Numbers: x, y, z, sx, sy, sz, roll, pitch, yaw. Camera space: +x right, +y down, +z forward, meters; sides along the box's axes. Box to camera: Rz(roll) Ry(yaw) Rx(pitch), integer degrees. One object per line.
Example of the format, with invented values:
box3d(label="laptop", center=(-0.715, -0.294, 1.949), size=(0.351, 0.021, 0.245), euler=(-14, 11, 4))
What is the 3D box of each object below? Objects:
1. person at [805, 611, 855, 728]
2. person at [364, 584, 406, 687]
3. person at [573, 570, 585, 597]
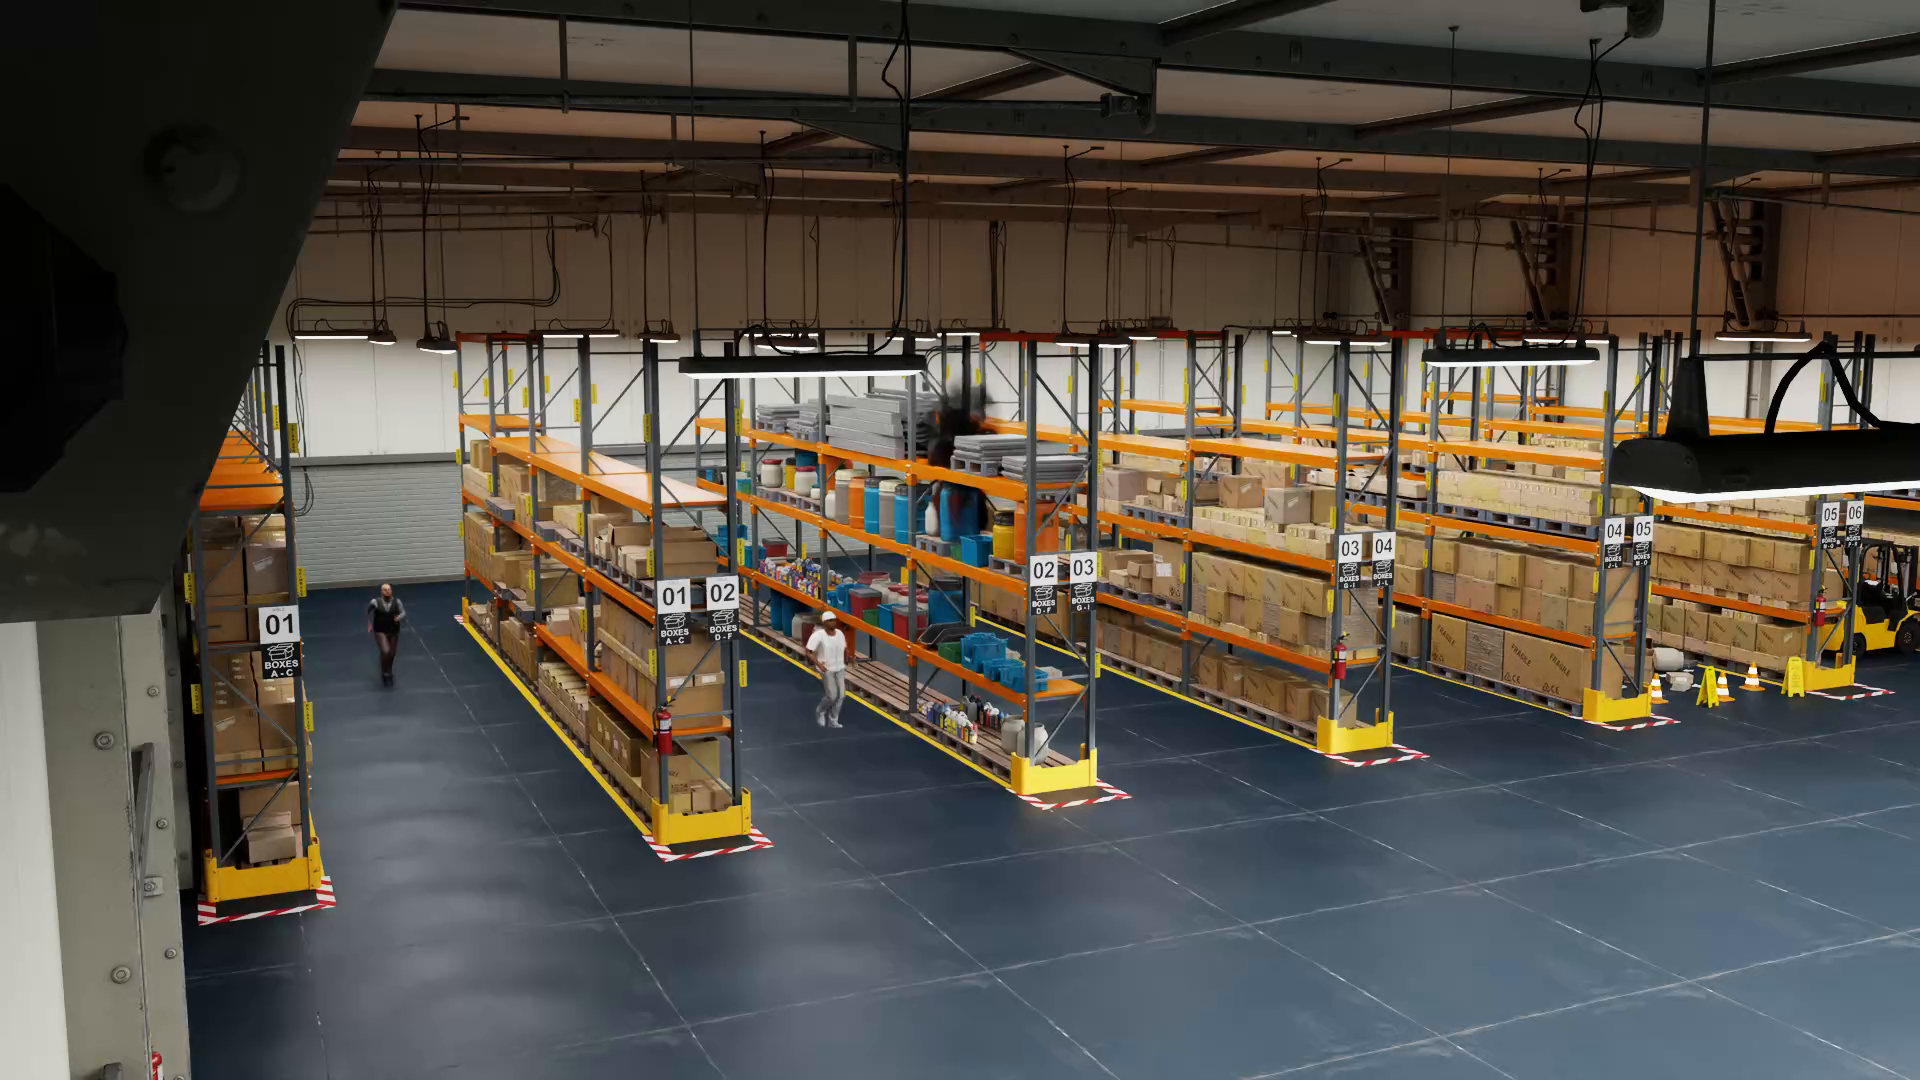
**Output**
box3d(label="person", center=(-1.881, 1.907, 24.392), size=(0.698, 1.737, 0.558), euler=(-6, 10, -38))
box3d(label="person", center=(-9.867, 1.630, 28.651), size=(0.621, 1.775, 0.834), euler=(-5, 9, -34))
box3d(label="person", center=(-8.302, 0.787, 35.520), size=(0.776, 1.580, 0.619), euler=(6, 10, 37))
